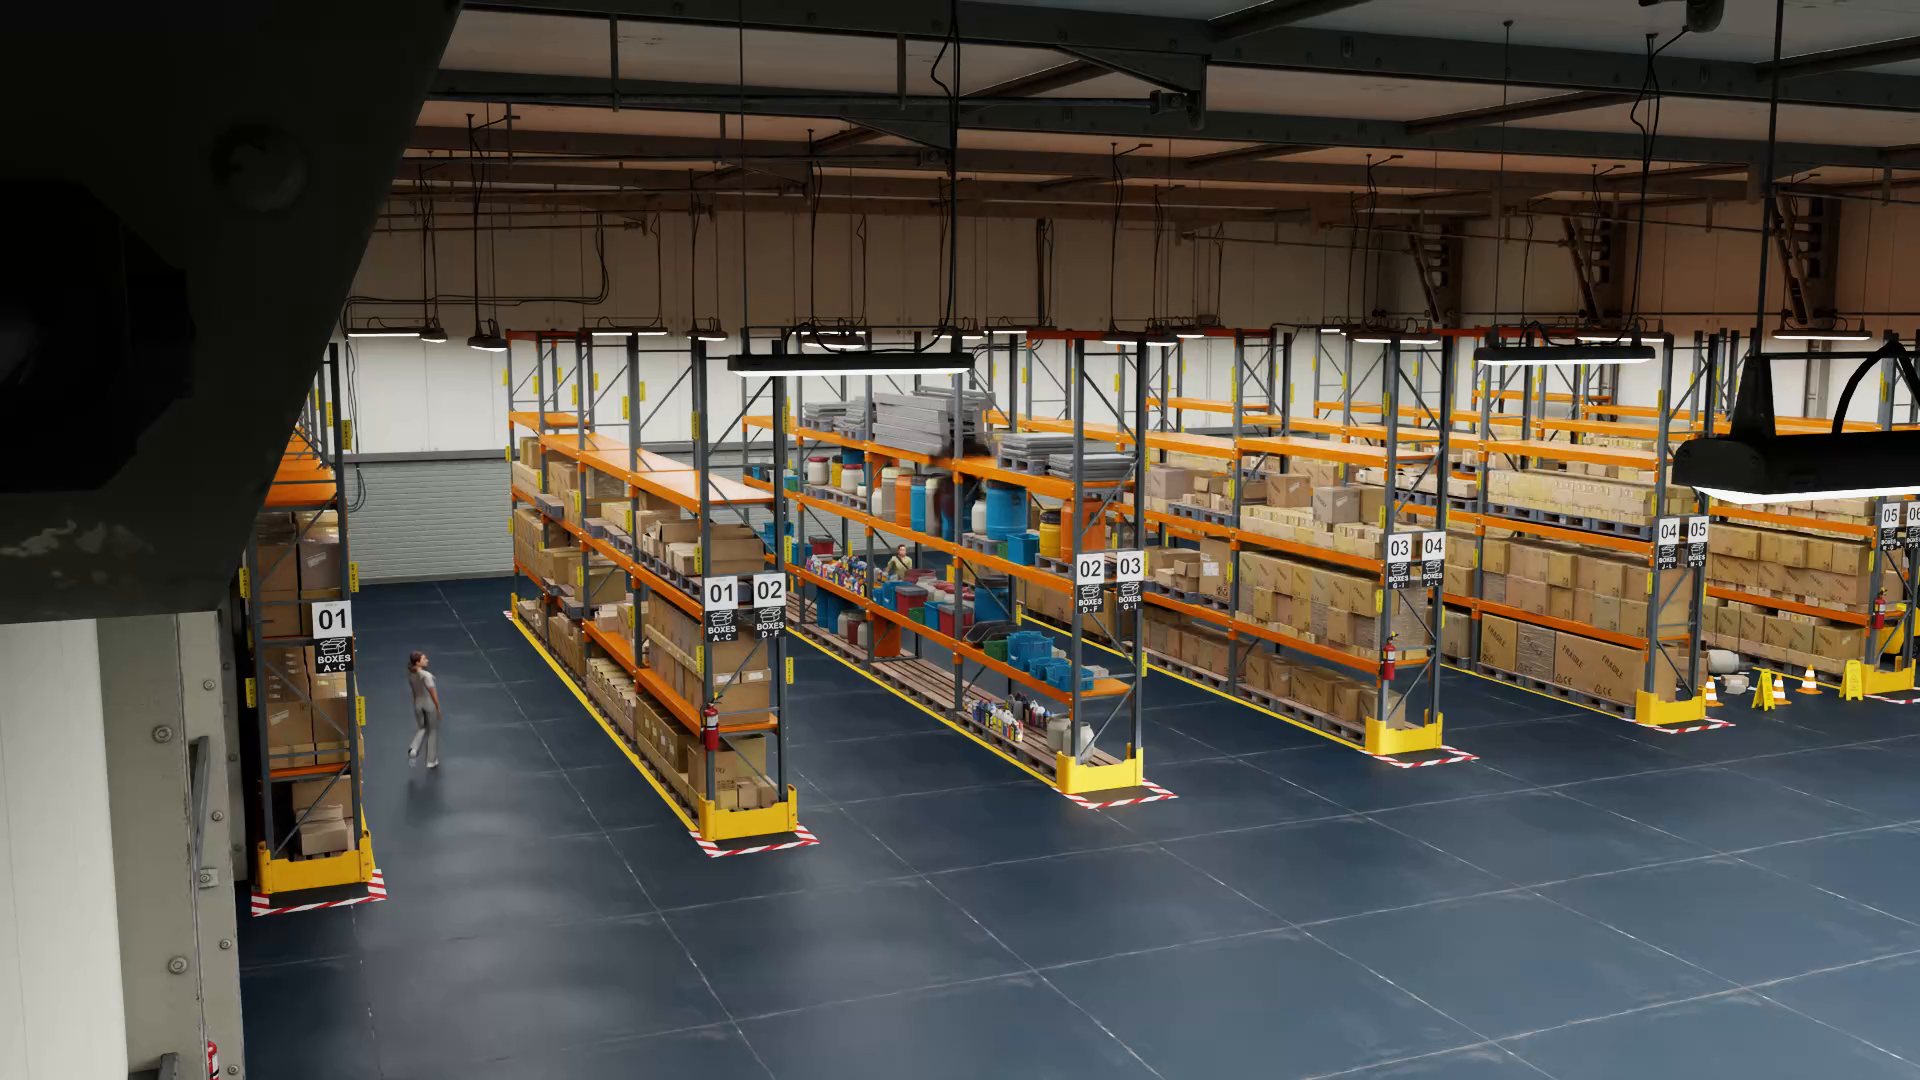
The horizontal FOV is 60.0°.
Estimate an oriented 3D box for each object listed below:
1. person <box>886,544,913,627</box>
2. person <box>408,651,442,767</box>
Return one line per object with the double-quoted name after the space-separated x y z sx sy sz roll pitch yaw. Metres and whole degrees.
-1.196 0.900 34.112 0.530 1.652 0.973 -3 8 -21 "person"
-7.441 2.358 23.131 0.480 1.659 0.531 2 8 16 "person"
